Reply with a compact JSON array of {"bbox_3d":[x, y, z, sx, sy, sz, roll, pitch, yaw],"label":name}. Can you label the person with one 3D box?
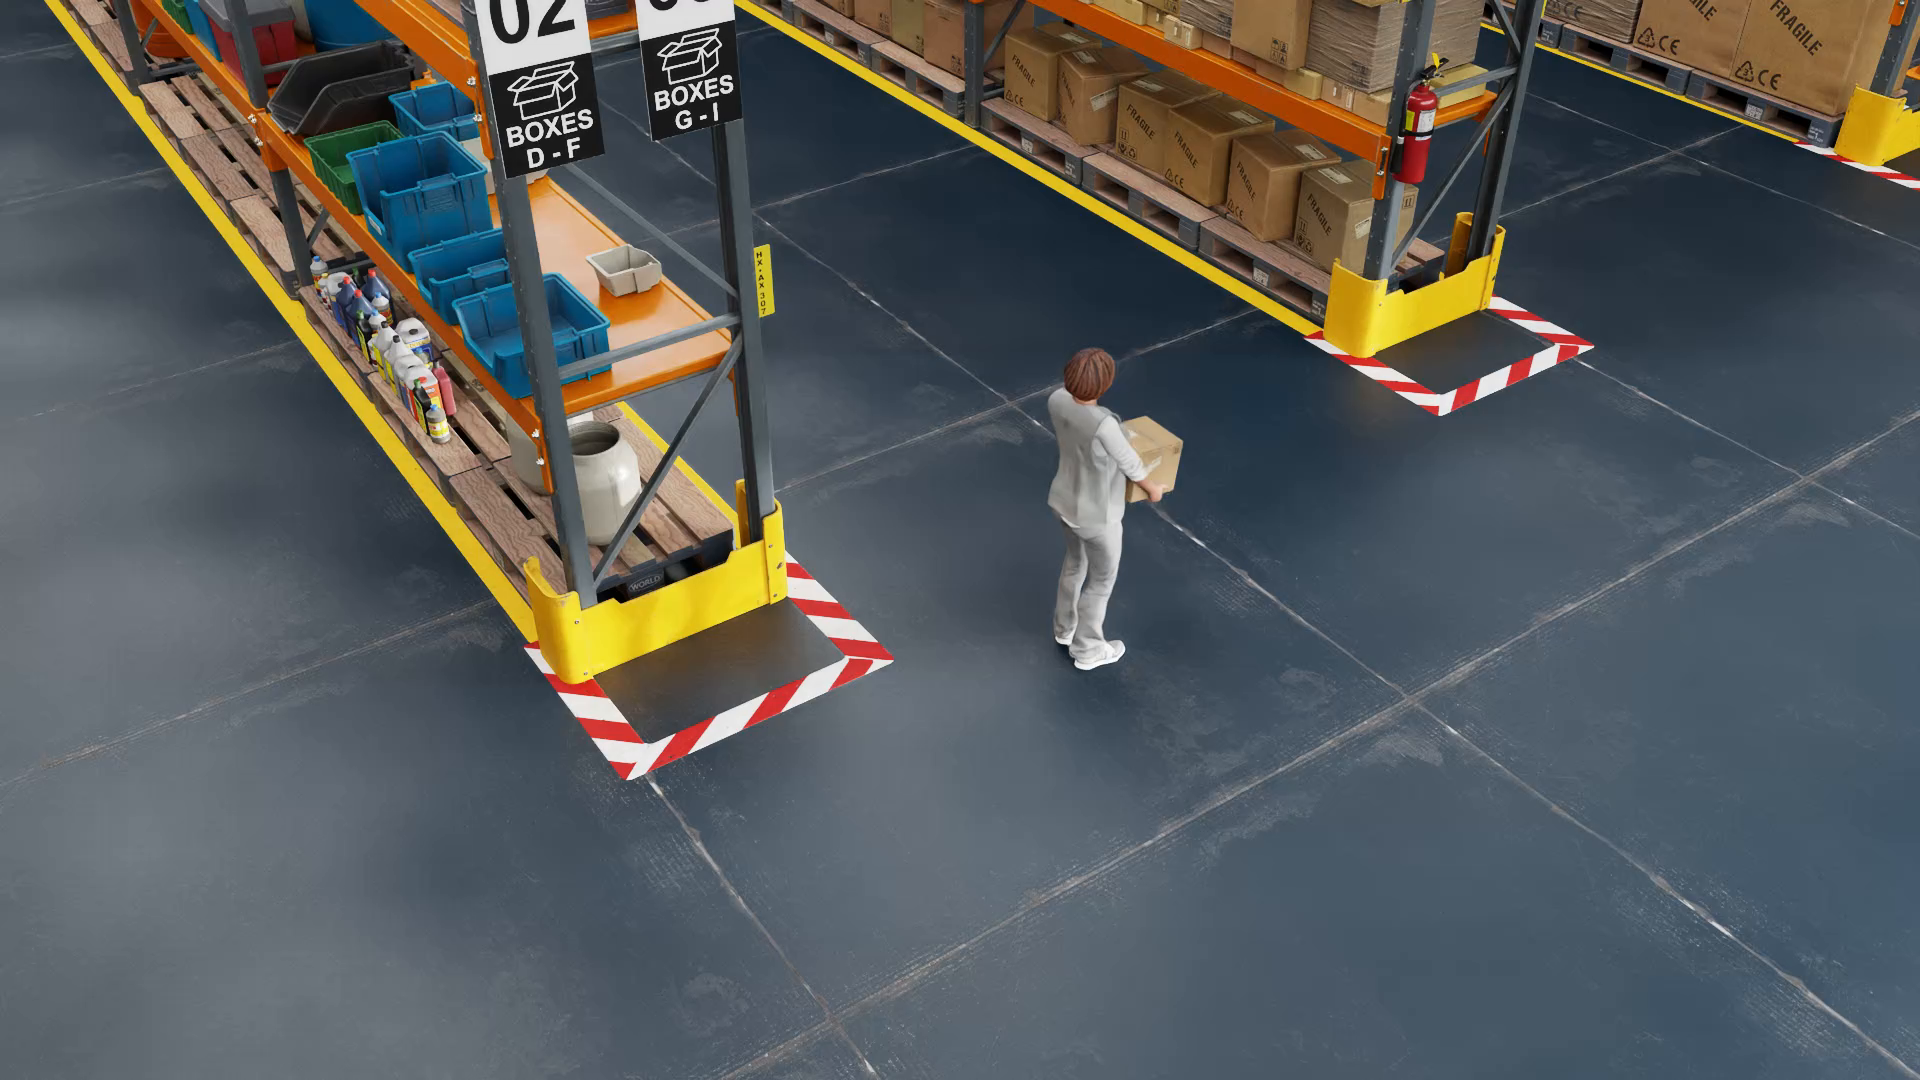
[{"bbox_3d":[0.624,-0.164,7.230,0.498,1.598,0.385,-23,43,-27],"label":"person"}]
